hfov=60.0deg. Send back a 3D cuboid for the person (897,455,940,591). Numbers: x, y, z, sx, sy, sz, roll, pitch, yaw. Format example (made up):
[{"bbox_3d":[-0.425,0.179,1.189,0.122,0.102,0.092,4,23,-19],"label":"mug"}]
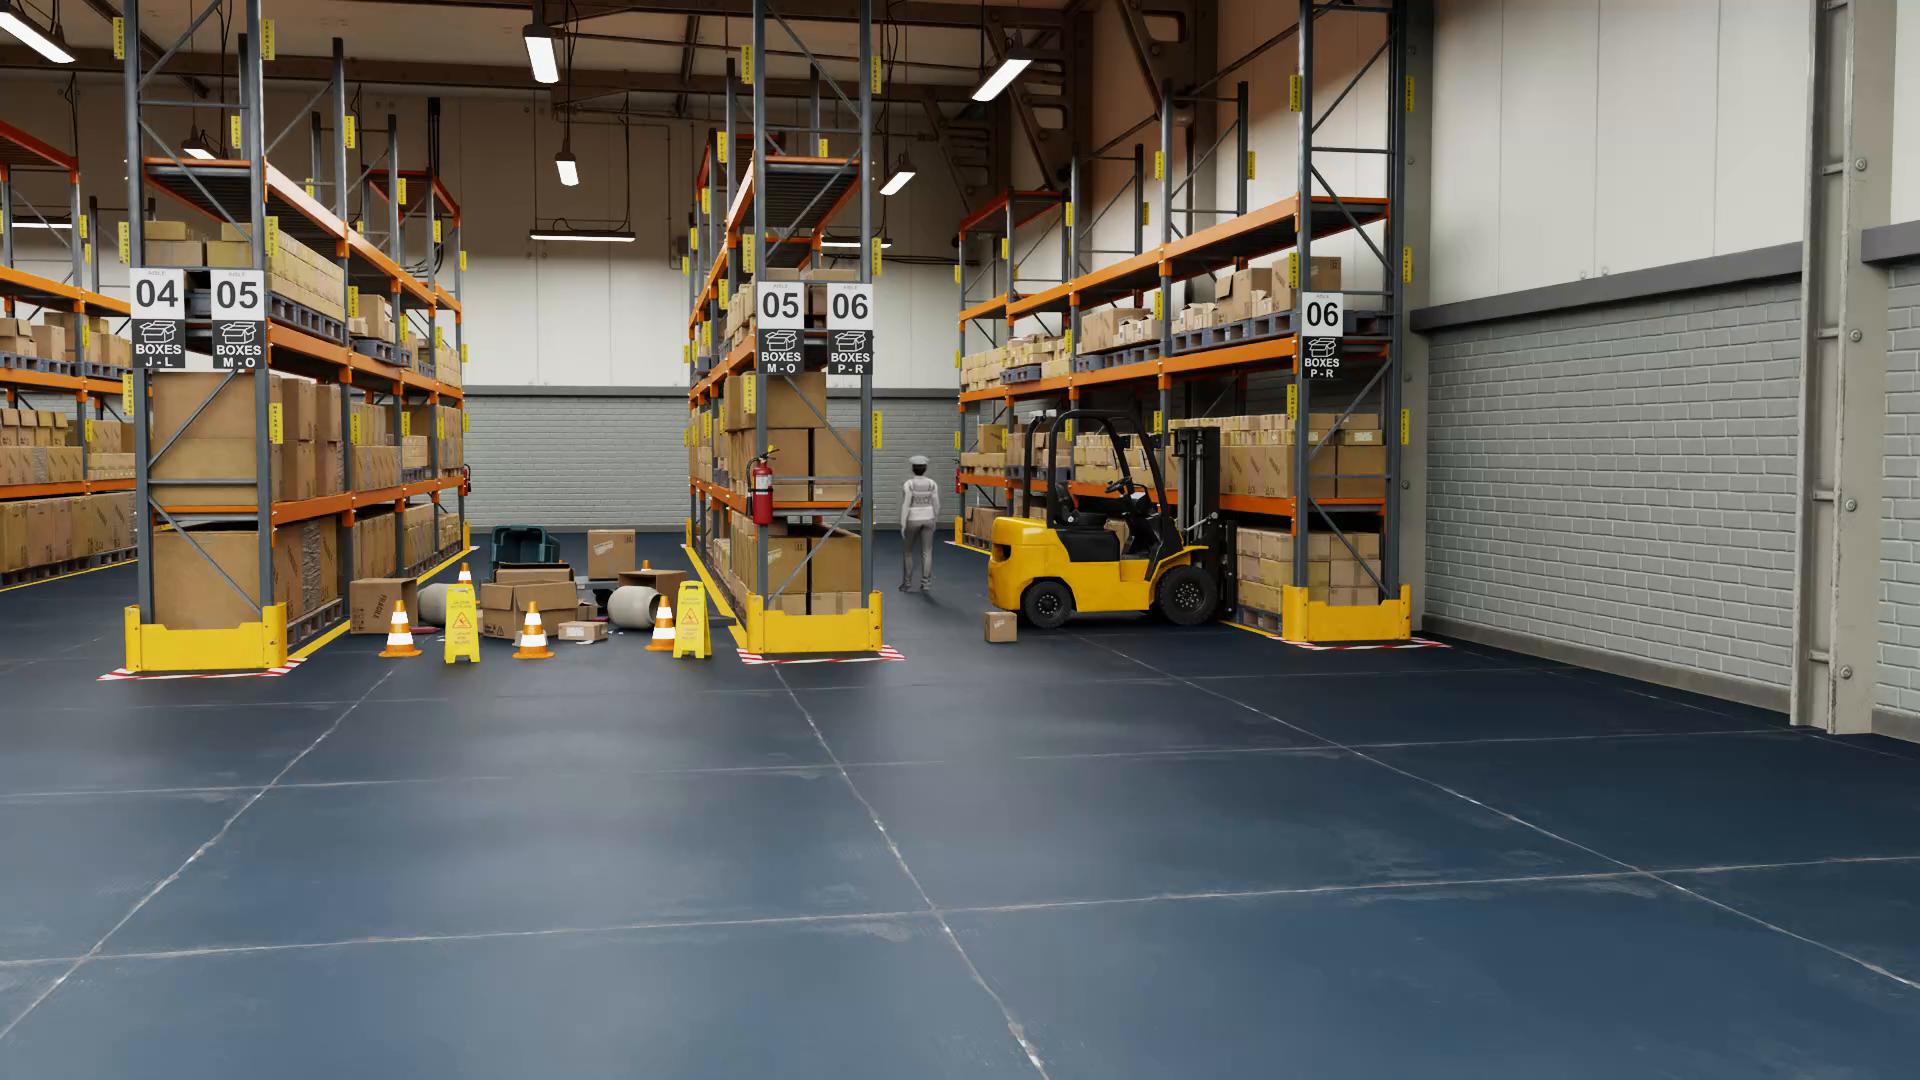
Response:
[{"bbox_3d":[-0.507,-0.197,20.493,0.517,1.695,0.810,-1,3,-14],"label":"person"}]
